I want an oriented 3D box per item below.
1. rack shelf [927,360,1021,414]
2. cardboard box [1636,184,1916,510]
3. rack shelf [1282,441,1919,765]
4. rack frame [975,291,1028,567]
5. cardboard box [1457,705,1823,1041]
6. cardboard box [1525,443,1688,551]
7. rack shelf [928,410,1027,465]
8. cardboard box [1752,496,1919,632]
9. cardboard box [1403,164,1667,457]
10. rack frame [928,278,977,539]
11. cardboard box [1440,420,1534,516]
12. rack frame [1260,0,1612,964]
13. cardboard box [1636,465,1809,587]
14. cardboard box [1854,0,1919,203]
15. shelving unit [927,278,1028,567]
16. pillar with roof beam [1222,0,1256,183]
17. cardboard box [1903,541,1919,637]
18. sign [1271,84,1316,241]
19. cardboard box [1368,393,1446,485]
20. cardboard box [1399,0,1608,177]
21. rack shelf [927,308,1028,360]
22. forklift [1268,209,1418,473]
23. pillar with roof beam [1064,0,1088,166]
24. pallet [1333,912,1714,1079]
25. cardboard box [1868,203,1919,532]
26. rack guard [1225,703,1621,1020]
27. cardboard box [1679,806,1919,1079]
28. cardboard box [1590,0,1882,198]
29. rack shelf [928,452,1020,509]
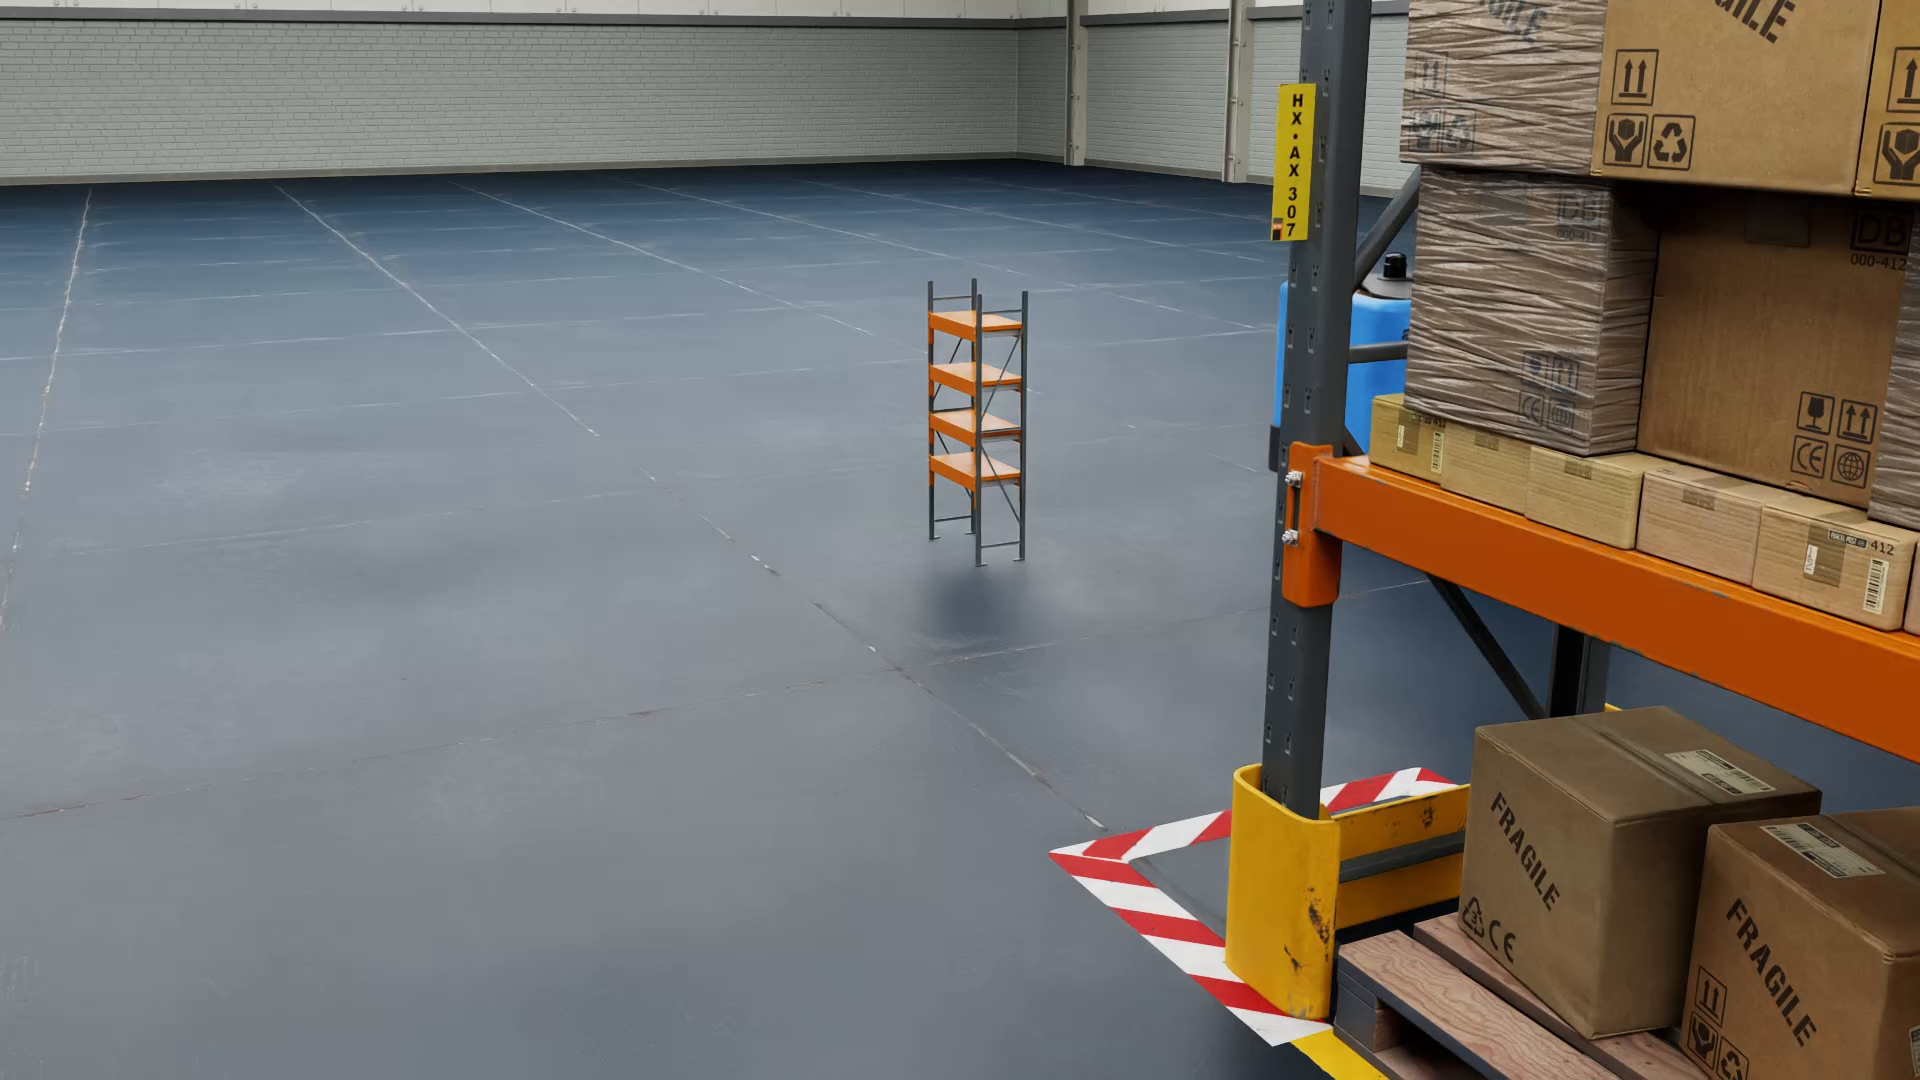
[{"bbox_3d":[0.073,-0.686,7.399,0.258,0.148,0.480,-8,18,-25],"label":"rack shelf"},{"bbox_3d":[1.743,-0.394,2.964,0.875,0.500,0.500,-8,18,-25],"label":"cardboard box"},{"bbox_3d":[2.076,0.390,2.259,1.077,0.370,4.000,-8,18,-25],"label":"rack shelf"},{"bbox_3d":[0.179,-0.475,7.231,0.240,1.200,0.015,-8,18,-25],"label":"rack frame"},{"bbox_3d":[1.458,0.705,3.628,0.500,0.500,0.500,-4,17,-15],"label":"cardboard box"},{"bbox_3d":[1.299,-0.104,3.129,0.380,0.149,0.250,-8,18,-25],"label":"cardboard box"},{"bbox_3d":[0.073,-0.471,7.461,0.258,0.148,0.480,-8,18,-25],"label":"rack shelf"},{"bbox_3d":[1.530,0.019,2.703,0.380,0.149,0.250,-8,18,-25],"label":"cardboard box"},{"bbox_3d":[1.416,-0.503,3.346,0.875,0.500,0.500,-8,18,-25],"label":"cardboard box"},{"bbox_3d":[-0.034,-0.596,7.653,0.240,1.200,0.015,-8,18,-25],"label":"rack frame"},{"bbox_3d":[1.203,-0.167,3.351,0.380,0.149,0.250,-8,18,-25],"label":"cardboard box"},{"bbox_3d":[1.200,-0.452,3.888,1.000,3.000,0.127,-8,18,-25],"label":"rack frame"},{"bbox_3d":[1.427,-0.044,2.922,0.380,0.149,0.250,-8,18,-25],"label":"cardboard box"},{"bbox_3d":[1.629,-0.706,2.238,0.500,0.500,0.500,-8,18,-25],"label":"cardboard box"},{"bbox_3d":[0.073,-0.536,7.442,0.258,1.200,0.503,-8,18,-25],"label":"shelving unit"},{"bbox_3d":[1.258,-10.493,28.001,9.100,9.000,0.400,-8,18,-25],"label":"pillar with roof beam"},{"bbox_3d":[1.664,0.077,2.498,0.380,0.149,0.250,-8,18,-25],"label":"cardboard box"},{"bbox_3d":[0.712,-0.802,3.539,0.100,0.325,0.005,-8,18,-25],"label":"sign"},{"bbox_3d":[1.110,-0.232,3.576,0.380,0.149,0.250,-8,18,-25],"label":"cardboard box"},{"bbox_3d":[1.196,-0.954,3.105,0.500,0.500,0.500,-8,18,-25],"label":"cardboard box"},{"bbox_3d":[0.073,-0.913,7.334,0.258,0.148,0.480,-8,18,-25],"label":"rack shelf"},{"bbox_3d":[3.205,-1.733,8.475,3.031,2.935,1.130,-5,17,-18],"label":"forklift"},{"bbox_3d":[-1.370,-11.981,33.186,9.100,9.000,0.400,-8,18,-25],"label":"pillar with roof beam"},{"bbox_3d":[1.557,1.113,3.490,1.003,0.211,1.213,-8,18,-25],"label":"pallet"},{"bbox_3d":[1.923,-0.265,2.514,0.875,0.500,0.500,-8,18,-25],"label":"cardboard box"},{"bbox_3d":[1.233,0.768,4.167,1.175,0.500,0.348,-8,18,-25],"label":"rack guard"},{"bbox_3d":[1.751,0.849,3.126,0.500,0.500,0.500,-3,16,-10],"label":"cardboard box"},{"bbox_3d":[1.409,-0.829,2.670,0.500,0.500,0.500,-8,18,-25],"label":"cardboard box"},{"bbox_3d":[0.073,-0.280,7.515,0.258,0.148,0.480,-8,18,-25],"label":"rack shelf"}]
